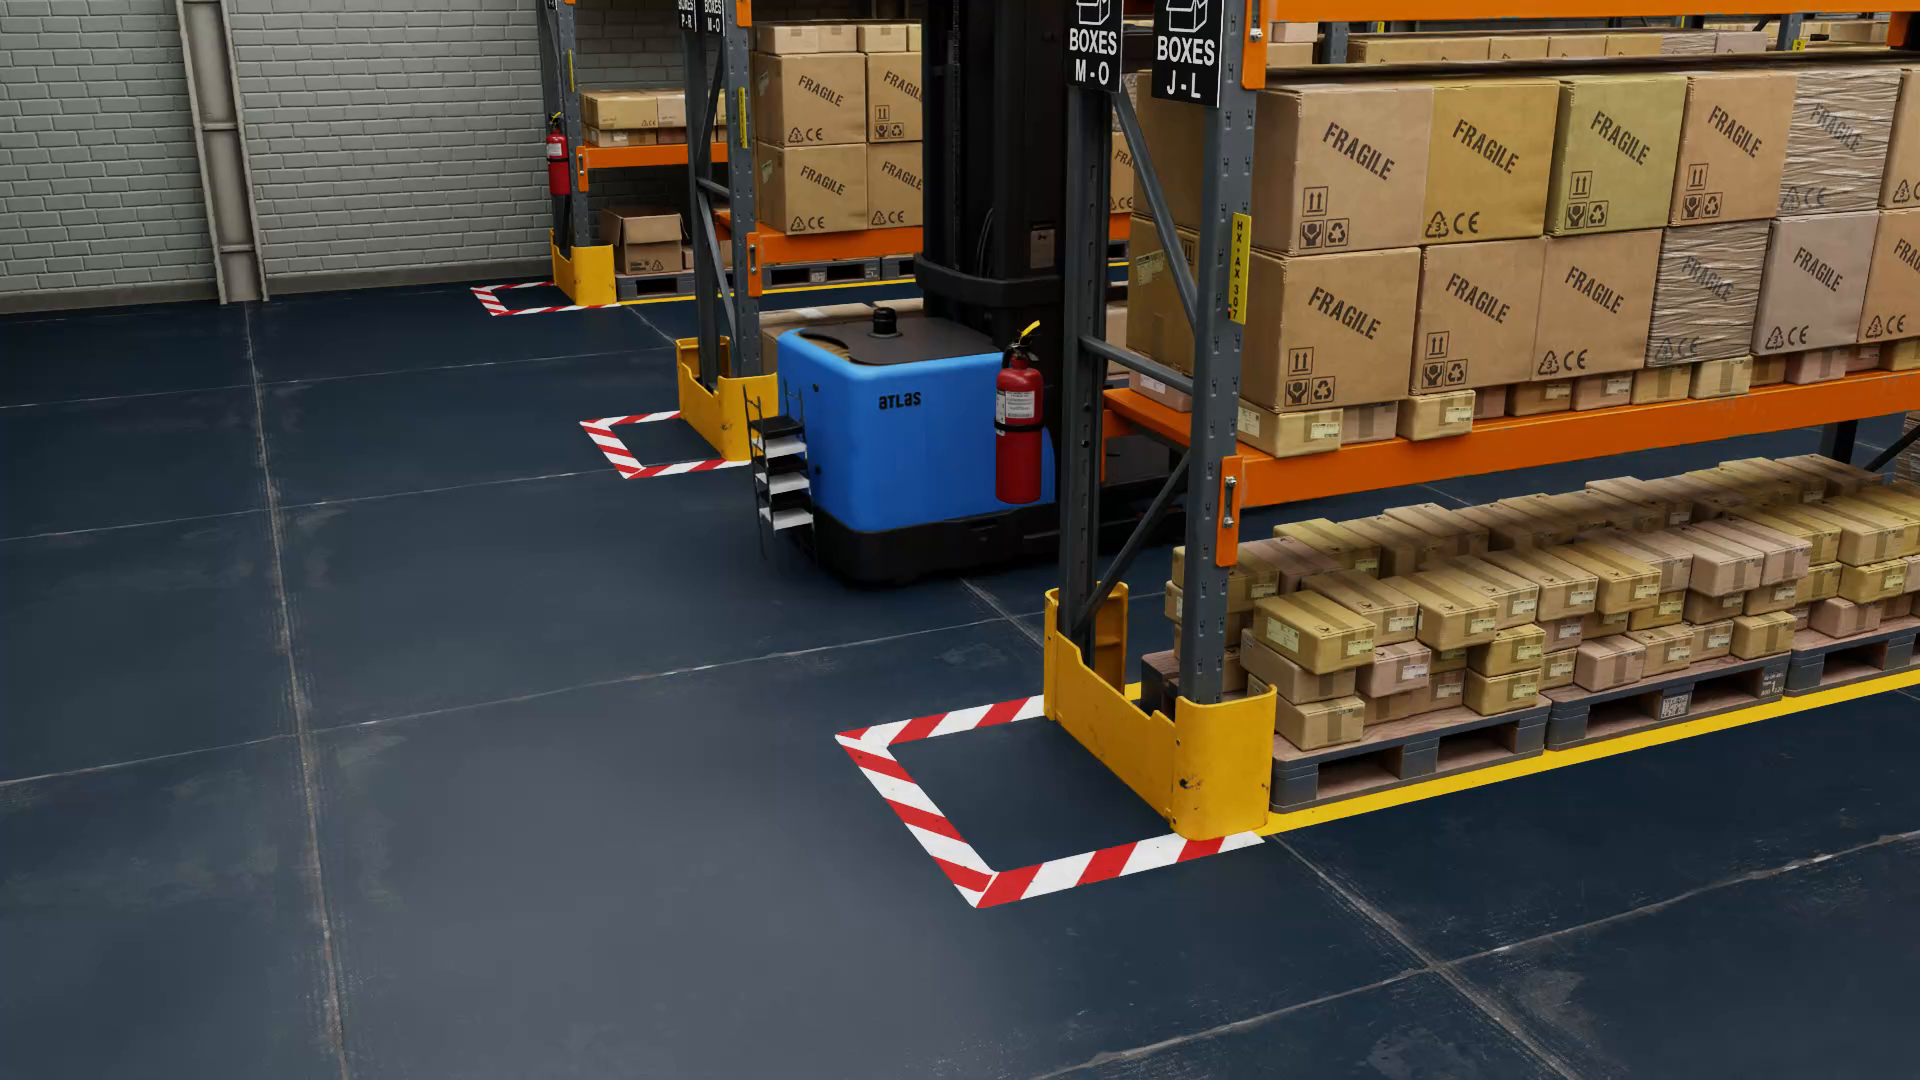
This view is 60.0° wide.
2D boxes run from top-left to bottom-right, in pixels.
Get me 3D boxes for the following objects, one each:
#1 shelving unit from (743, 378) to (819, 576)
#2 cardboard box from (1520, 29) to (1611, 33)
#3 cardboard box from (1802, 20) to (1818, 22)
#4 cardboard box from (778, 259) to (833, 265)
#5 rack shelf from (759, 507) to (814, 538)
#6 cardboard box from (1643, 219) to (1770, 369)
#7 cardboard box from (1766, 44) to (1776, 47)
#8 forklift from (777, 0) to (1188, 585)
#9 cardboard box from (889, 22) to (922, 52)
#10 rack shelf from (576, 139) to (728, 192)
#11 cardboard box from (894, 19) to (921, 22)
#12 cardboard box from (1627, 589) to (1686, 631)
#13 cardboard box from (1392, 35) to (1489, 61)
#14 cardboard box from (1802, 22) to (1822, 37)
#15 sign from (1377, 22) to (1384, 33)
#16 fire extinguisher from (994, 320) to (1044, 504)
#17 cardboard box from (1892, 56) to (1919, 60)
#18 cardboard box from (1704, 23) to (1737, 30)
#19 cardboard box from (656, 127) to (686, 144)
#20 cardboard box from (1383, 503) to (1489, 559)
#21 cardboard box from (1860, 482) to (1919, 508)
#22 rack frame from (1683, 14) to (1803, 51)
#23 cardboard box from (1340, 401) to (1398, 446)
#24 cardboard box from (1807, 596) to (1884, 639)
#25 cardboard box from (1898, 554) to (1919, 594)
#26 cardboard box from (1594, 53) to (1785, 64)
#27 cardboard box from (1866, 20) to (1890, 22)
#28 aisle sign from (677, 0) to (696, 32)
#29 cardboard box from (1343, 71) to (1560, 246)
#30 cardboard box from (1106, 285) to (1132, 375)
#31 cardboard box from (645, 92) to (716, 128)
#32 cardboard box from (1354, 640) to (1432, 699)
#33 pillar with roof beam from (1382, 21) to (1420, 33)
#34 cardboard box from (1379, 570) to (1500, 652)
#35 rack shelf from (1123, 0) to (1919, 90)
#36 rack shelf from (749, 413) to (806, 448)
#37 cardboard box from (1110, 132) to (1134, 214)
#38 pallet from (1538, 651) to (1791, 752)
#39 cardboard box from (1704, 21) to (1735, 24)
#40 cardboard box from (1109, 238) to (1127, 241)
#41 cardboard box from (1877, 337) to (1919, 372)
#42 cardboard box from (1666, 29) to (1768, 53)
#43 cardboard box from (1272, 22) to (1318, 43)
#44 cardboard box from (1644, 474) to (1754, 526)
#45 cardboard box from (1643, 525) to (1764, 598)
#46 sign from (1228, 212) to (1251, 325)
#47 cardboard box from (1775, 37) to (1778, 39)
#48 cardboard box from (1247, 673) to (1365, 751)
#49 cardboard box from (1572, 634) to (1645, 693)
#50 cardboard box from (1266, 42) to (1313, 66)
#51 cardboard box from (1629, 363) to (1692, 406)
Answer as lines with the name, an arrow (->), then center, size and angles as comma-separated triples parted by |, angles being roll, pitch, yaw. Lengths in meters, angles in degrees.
shelving unit -> -0.861, -0.302, 8.004 | 0.210, 0.900, 0.258 | -13, 23, -22
cardboard box -> 4.438, -3.525, 12.360 | 0.500, 0.500, 0.500 | -8, 21, -20
cardboard box -> 9.948, -6.074, 19.682 | 0.250, 0.149, 0.380 | -7, 21, -20
cardboard box -> -1.470, -2.799, 15.086 | 0.500, 0.500, 0.500 | -8, 21, -21
rack shelf -> -0.848, -0.103, 8.081 | 0.200, 0.077, 0.258 | -13, 23, -22
cardboard box -> 2.552, -0.949, 6.103 | 0.500, 0.500, 0.500 | -9, 21, -23
cardboard box -> 6.228, -3.658, 13.164 | 0.500, 0.500, 0.500 | -9, 21, -23
forklift -> 0.626, -1.498, 8.363 | 3.031, 2.935, 1.130 | -10, 22, -26
cardboard box -> -0.258, -2.958, 9.774 | 0.250, 0.149, 0.380 | -9, 21, -24
rack shelf -> -1.558, -3.512, 15.065 | 4.000, 0.370, 1.077 | -8, 21, -22
cardboard box -> -0.232, -3.142, 10.297 | 0.250, 0.149, 0.380 | -8, 21, -22
cardboard box -> 2.644, 0.213, 6.613 | 0.250, 0.149, 0.380 | -7, 21, -19
cardboard box -> 3.222, -3.166, 11.342 | 0.500, 0.500, 0.500 | -8, 21, -22
cardboard box -> 9.645, -5.872, 19.107 | 0.250, 0.149, 0.380 | -8, 21, -21
sign -> 4.175, -4.986, 16.541 | 0.005, 0.325, 0.100 | -8, 21, -22
fire extinguisher -> 0.215, -0.475, 6.031 | 0.183, 0.674, 0.296 | -8, 21, -22
cardboard box -> 3.977, -1.620, 6.503 | 0.500, 0.500, 0.500 | -9, 21, -24
cardboard box -> 8.469, -5.710, 18.649 | 0.250, 0.149, 0.380 | -9, 21, -23
cardboard box -> -2.541, -3.523, 14.388 | 0.250, 0.149, 0.380 | -8, 21, -23
cardboard box -> 1.943, -0.016, 6.814 | 0.250, 0.149, 0.380 | -7, 21, -20
cardboard box -> 4.078, -0.113, 7.092 | 0.250, 0.149, 0.380 | -8, 21, -20
rack frame -> 5.921, -3.128, 12.889 | 0.127, 3.000, 1.000 | -8, 21, -22
cardboard box -> 1.273, -0.450, 5.661 | 0.250, 0.149, 0.380 | -7, 21, -20
cardboard box -> 3.588, 0.260, 6.928 | 0.250, 0.149, 0.380 | -9, 21, -24
cardboard box -> 3.895, 0.079, 6.995 | 0.250, 0.149, 0.380 | -9, 21, -25
cardboard box -> 2.846, -1.650, 6.587 | 0.500, 0.500, 0.500 | -8, 21, -21
cardboard box -> 10.837, -6.034, 19.567 | 0.250, 0.149, 0.380 | -8, 21, -22
aisle sign -> -1.614, -3.387, 9.710 | 0.004, 0.787, 0.394 | -8, 21, -22
cardboard box -> 1.607, -1.285, 5.551 | 0.500, 0.500, 0.500 | -8, 21, -20
cardboard box -> 0.807, -1.423, 11.274 | 0.875, 0.438, 0.875 | -9, 21, -24
cardboard box -> -2.408, -3.702, 14.298 | 0.500, 0.250, 0.500 | -8, 21, -21
cardboard box -> 1.485, 0.418, 6.032 | 0.250, 0.149, 0.380 | -8, 21, -22
pillar with roof beam -> 6.497, -6.604, 13.730 | 0.400, 9.000, 9.100 | -8, 21, -22
cardboard box -> 1.732, 0.254, 6.048 | 0.250, 0.149, 0.380 | -8, 21, -22
rack shelf -> 2.465, -1.918, 6.019 | 4.000, 0.370, 1.077 | -8, 21, -22
rack shelf -> -0.875, -0.522, 7.920 | 0.200, 0.077, 0.258 | -13, 23, -22
cardboard box -> 0.997, -2.370, 10.586 | 0.500, 0.500, 0.500 | -8, 21, -23
pallet -> 2.577, 0.471, 6.867 | 1.213, 0.211, 1.003 | -8, 21, -22
cardboard box -> 8.733, -5.934, 19.284 | 0.250, 0.149, 0.380 | -9, 21, -23
cardboard box -> 1.297, -3.202, 16.231 | 0.500, 0.500, 0.500 | -8, 21, -23
cardboard box -> 3.670, -0.794, 6.639 | 0.250, 0.149, 0.380 | -7, 21, -20
cardboard box -> 5.550, -3.499, 12.287 | 0.500, 0.500, 0.500 | -9, 21, -23
cardboard box -> 2.091, -3.289, 10.714 | 0.250, 0.149, 0.380 | -9, 21, -23
cardboard box -> 3.184, -0.150, 7.195 | 0.250, 0.149, 0.380 | -9, 21, -23
cardboard box -> 2.909, 0.081, 6.541 | 0.250, 0.149, 0.380 | -9, 21, -24
sign -> 0.844, -0.822, 5.037 | 0.005, 0.325, 0.100 | -8, 21, -22
cardboard box -> 9.208, -5.642, 18.901 | 0.250, 0.149, 0.380 | -9, 21, -24
cardboard box -> 1.237, 0.596, 5.973 | 0.250, 0.149, 0.380 | -8, 21, -21
cardboard box -> 2.408, 0.433, 6.437 | 0.250, 0.149, 0.380 | -9, 21, -25
cardboard box -> 1.924, -2.974, 10.797 | 0.500, 0.500, 0.500 | -8, 21, -22
cardboard box -> 2.468, -0.624, 6.157 | 0.250, 0.149, 0.380 | -7, 21, -20
